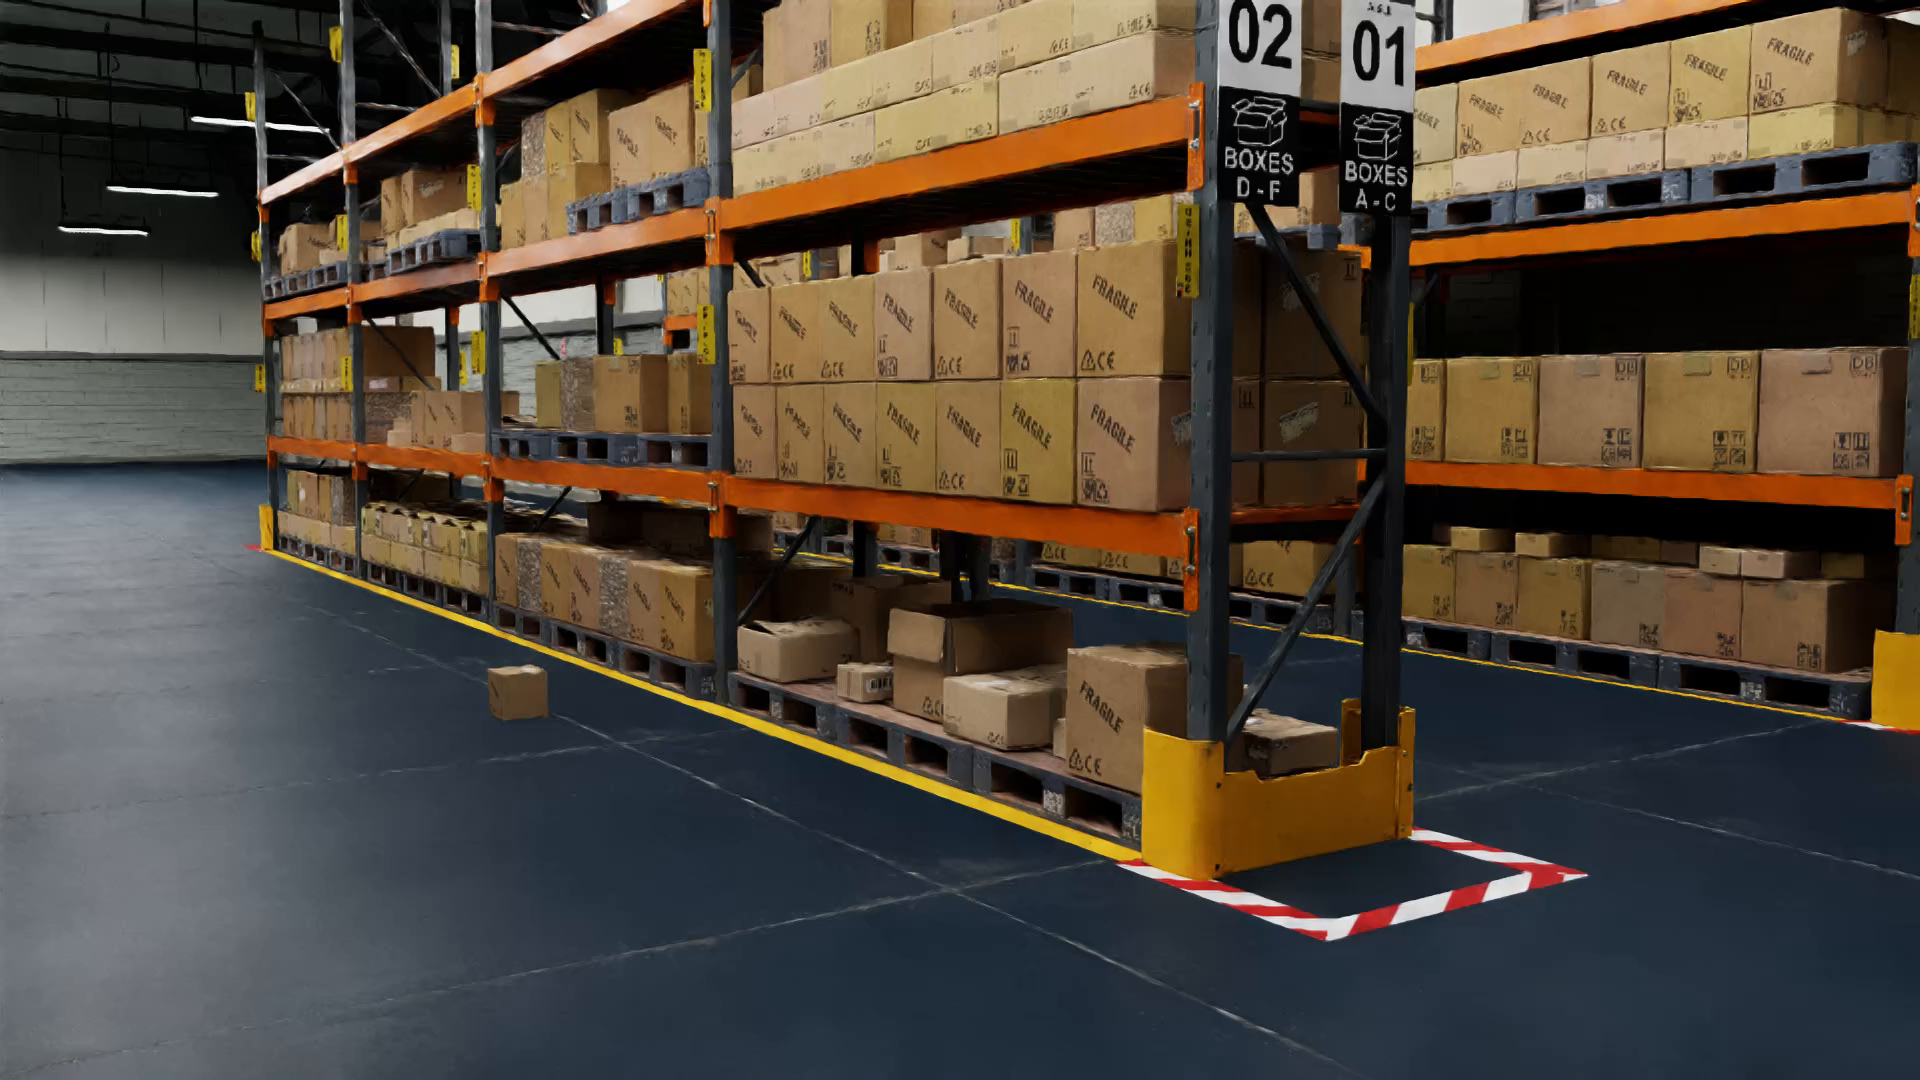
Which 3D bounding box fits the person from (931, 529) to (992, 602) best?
[{"bbox_3d":[0.015,-0.118,11.234,0.493,1.588,0.319,2,5,28],"label":"person"}]
